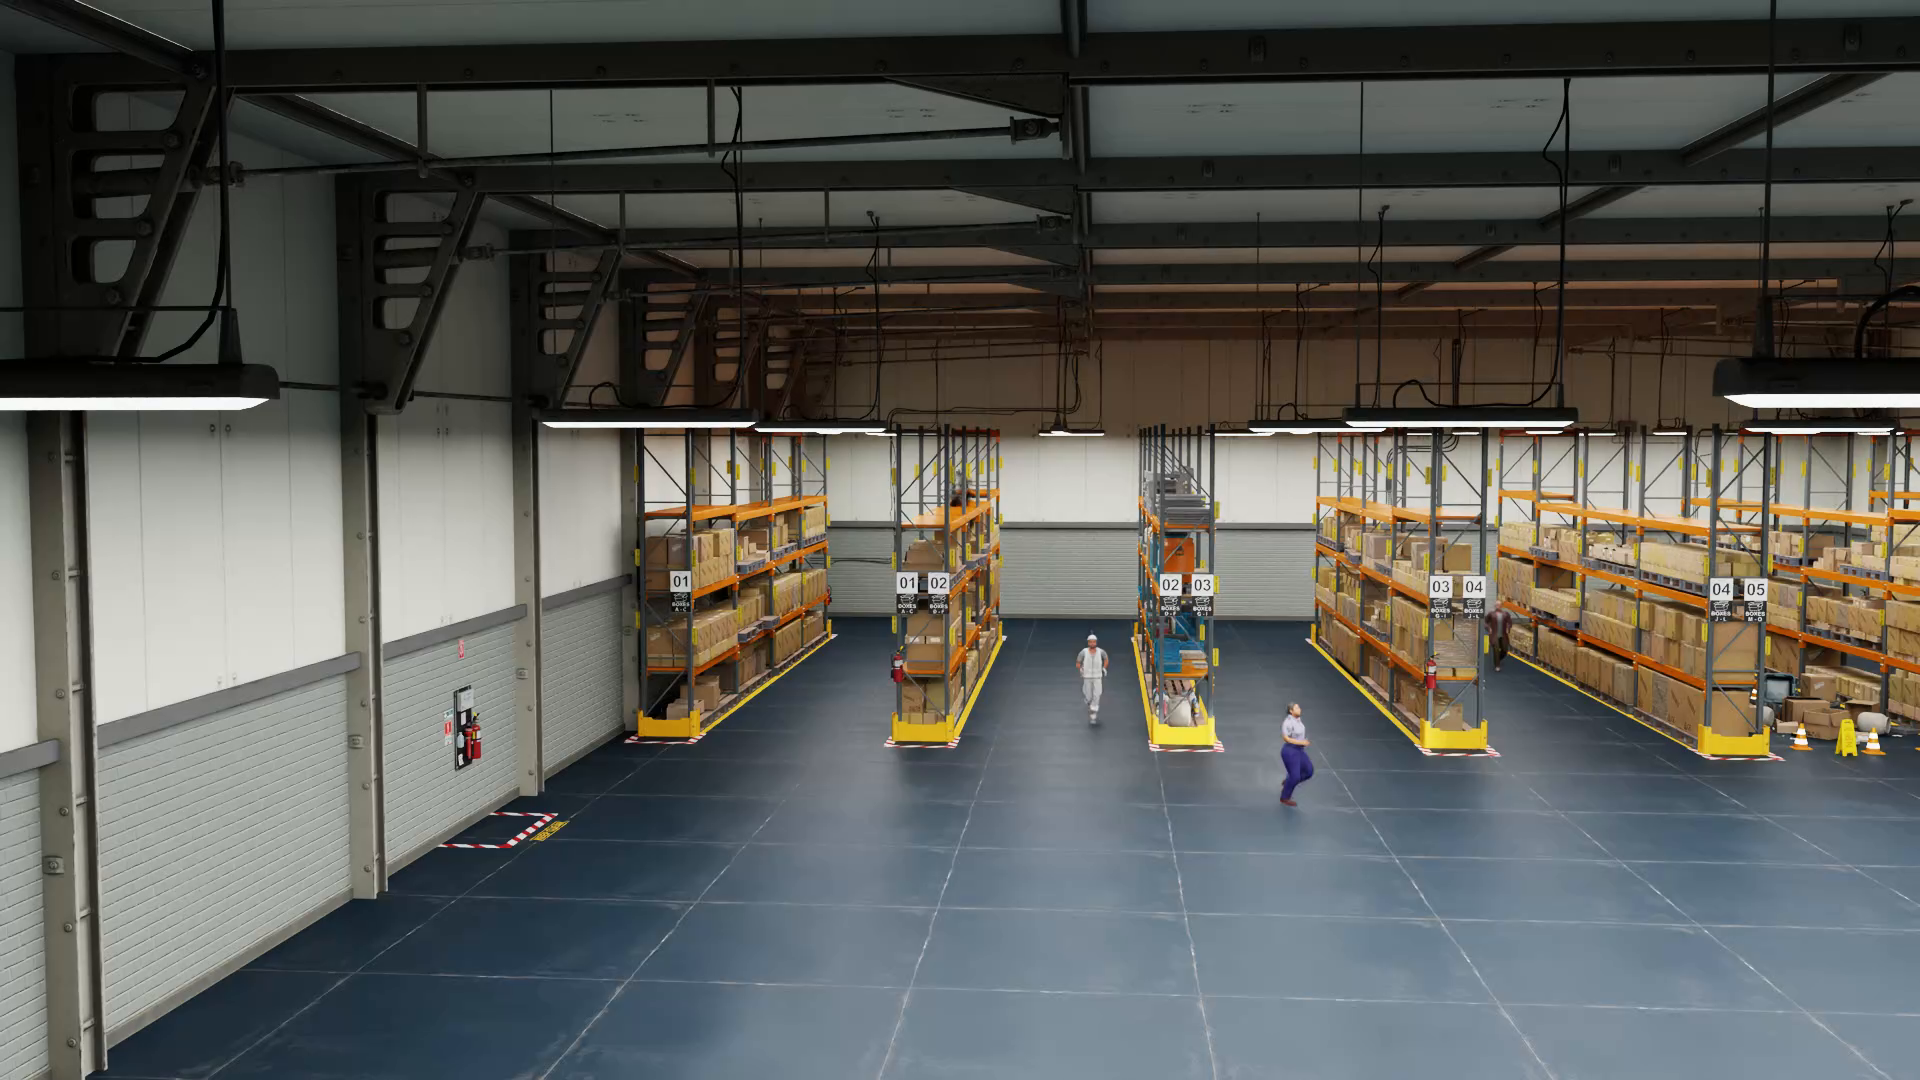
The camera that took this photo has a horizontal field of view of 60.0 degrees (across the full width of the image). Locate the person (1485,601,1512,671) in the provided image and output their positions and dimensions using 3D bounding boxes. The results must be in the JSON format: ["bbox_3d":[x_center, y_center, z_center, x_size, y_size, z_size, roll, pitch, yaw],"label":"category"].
[{"bbox_3d":[13.269,2.401,41.027,0.708,1.642,0.670,0,3,7],"label":"person"}]

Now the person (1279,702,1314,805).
[{"bbox_3d":[5.248,3.334,25.971,0.527,1.615,0.624,2,4,32],"label":"person"}]

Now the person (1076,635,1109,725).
[{"bbox_3d":[2.682,2.799,33.607,0.656,1.783,0.899,0,3,2],"label":"person"}]
